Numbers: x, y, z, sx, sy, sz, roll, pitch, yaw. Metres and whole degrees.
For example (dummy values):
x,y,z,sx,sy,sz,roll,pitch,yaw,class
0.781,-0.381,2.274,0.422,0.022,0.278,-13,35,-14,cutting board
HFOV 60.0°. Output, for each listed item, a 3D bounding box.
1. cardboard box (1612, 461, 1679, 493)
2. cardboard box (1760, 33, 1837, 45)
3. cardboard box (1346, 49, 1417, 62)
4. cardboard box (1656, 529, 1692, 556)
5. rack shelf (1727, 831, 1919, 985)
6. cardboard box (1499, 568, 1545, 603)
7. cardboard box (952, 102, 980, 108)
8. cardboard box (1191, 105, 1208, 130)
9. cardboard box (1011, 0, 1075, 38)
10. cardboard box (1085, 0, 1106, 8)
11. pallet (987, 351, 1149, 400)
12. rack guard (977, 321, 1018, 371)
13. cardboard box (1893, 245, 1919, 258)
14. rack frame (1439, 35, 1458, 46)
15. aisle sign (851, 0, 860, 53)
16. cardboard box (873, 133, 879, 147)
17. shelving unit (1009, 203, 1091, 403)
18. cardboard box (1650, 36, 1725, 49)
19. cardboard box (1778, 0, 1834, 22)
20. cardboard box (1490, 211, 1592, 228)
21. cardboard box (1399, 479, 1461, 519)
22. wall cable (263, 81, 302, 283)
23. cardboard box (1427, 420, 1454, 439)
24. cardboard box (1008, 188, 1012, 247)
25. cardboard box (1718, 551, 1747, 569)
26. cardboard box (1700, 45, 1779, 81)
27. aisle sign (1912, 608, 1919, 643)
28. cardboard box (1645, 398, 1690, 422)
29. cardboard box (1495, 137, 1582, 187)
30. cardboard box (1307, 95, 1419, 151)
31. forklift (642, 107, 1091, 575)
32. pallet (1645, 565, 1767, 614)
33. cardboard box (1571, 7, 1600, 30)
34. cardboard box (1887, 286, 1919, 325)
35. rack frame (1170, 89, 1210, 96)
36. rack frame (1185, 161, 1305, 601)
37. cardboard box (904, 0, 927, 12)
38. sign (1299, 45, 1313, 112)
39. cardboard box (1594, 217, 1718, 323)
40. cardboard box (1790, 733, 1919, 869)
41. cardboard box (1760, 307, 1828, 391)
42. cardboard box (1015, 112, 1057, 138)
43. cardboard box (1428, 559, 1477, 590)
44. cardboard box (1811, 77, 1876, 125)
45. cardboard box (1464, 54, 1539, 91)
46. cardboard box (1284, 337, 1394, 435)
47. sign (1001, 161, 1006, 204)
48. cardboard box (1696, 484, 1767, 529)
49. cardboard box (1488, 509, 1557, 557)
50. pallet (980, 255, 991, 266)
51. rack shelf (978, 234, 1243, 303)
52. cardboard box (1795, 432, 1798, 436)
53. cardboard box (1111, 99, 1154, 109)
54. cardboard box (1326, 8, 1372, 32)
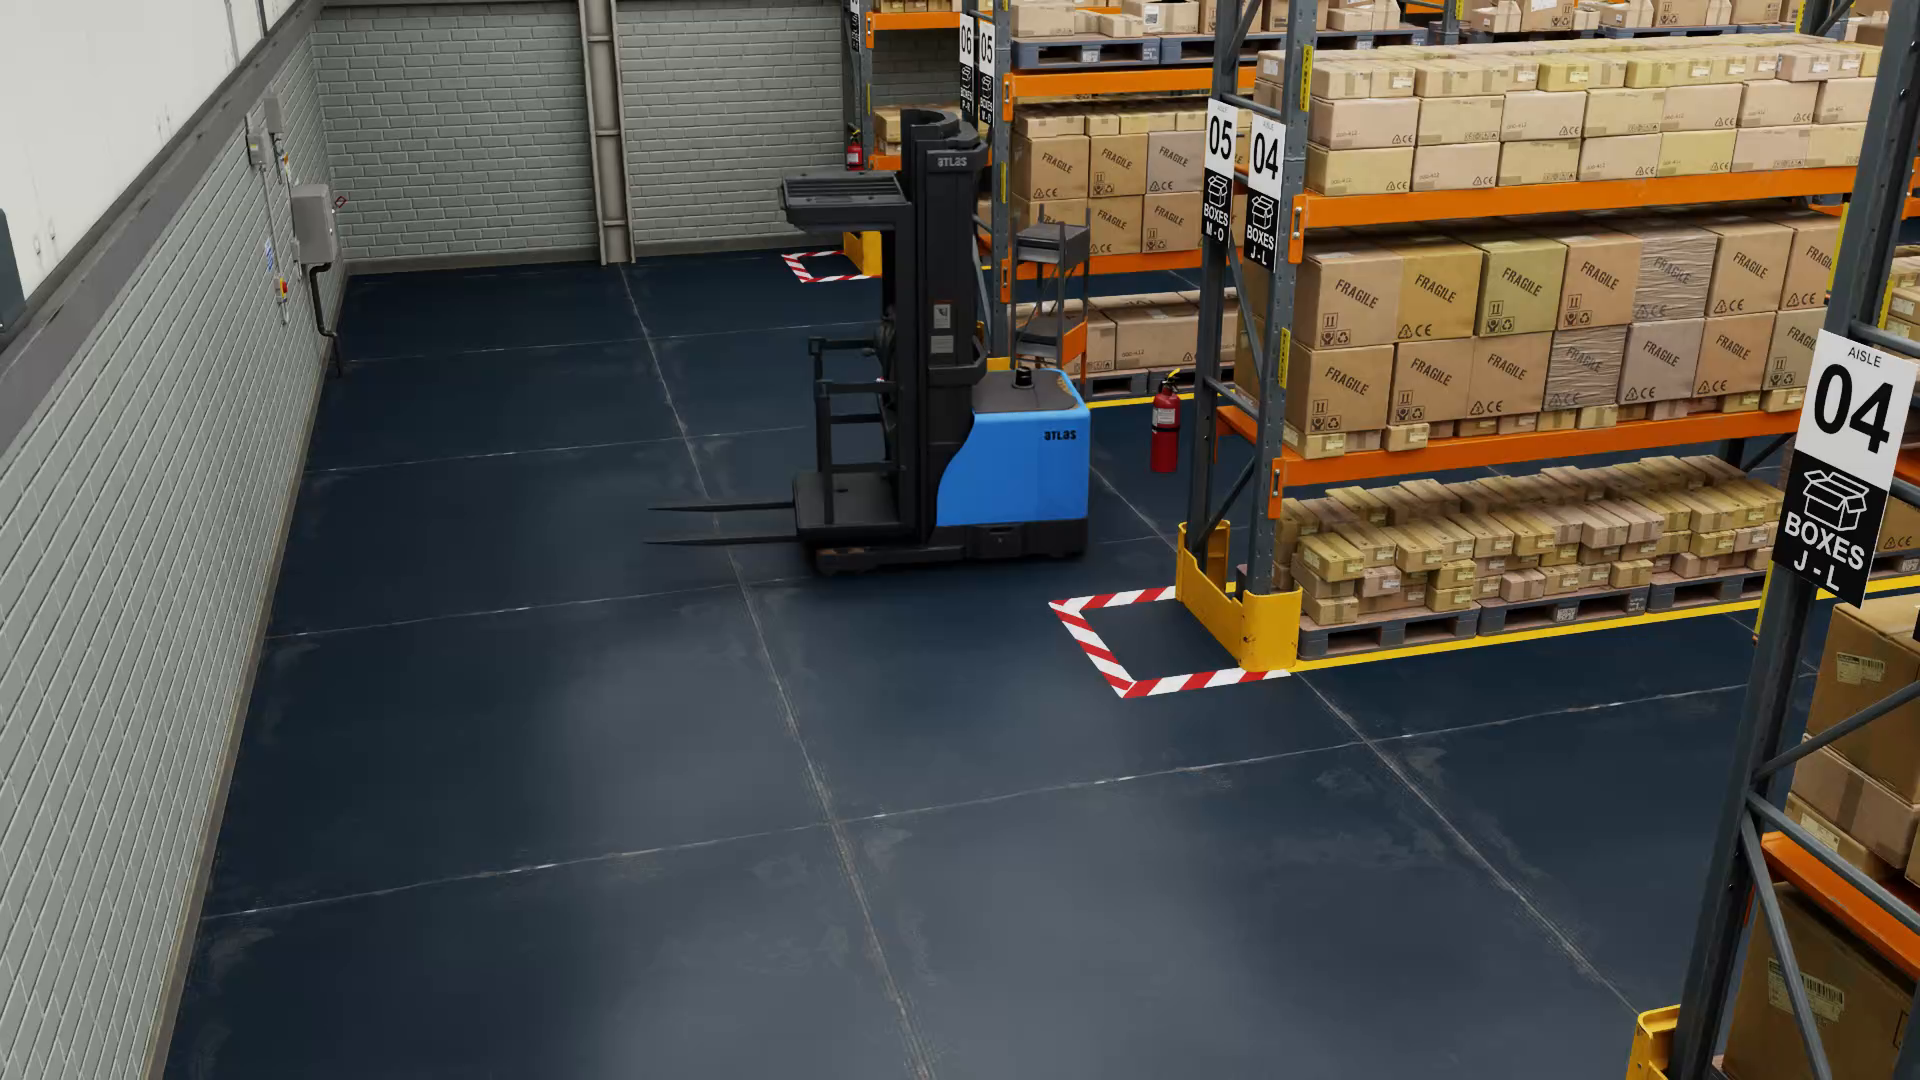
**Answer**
x,y,z,sx,sy,sz,roll,pitch,yaw,class
4.594,-0.386,11.174,0.250,0.149,0.380,-7,24,-15,cardboard box
5.147,-3.024,10.239,0.250,0.149,0.380,-7,24,-15,cardboard box
2.393,-2.700,9.485,0.250,0.149,0.380,-7,24,-16,cardboard box
4.497,-0.047,10.761,0.250,0.149,0.380,-6,24,-14,cardboard box
4.810,1.197,6.068,4.000,0.370,1.077,-6,24,-14,rack shelf
3.459,0.238,10.473,0.250,0.149,0.380,-8,24,-17,cardboard box
0.209,-4.890,19.154,0.500,0.250,0.500,-6,24,-13,cardboard box
2.128,-3.568,14.044,0.250,0.149,0.380,-7,24,-16,cardboard box
0.616,-4.313,13.725,0.500,0.250,0.500,-9,25,-19,cardboard box
1.447,-6.013,18.475,0.250,0.149,0.380,-5,24,-13,cardboard box
0.956,-1.516,15.015,1.213,0.211,1.003,-6,24,-14,pallet
0.184,-1.531,14.685,0.348,0.500,1.175,-6,24,-14,rack guard
9.896,-2.737,17.124,0.625,0.372,0.950,-6,24,-13,cardboard box
4.058,-3.109,15.191,0.127,3.000,1.000,-6,24,-14,rack frame
-1.124,-5.643,17.799,0.004,0.787,0.394,-6,24,-14,aisle sign
-0.891,-4.588,18.958,0.250,0.149,0.380,-7,24,-15,cardboard box
0.657,-1.379,12.301,0.431,2.100,0.503,11,25,23,shelving unit
4.387,-2.949,10.064,0.250,0.149,0.380,-7,24,-16,cardboard box
7.588,-5.056,15.262,0.637,0.503,0.797,-8,24,-18,cardboard box
3.510,-1.770,10.298,0.500,0.500,0.500,-7,24,-16,cardboard box
3.065,-0.257,10.873,0.250,0.149,0.380,-5,24,-12,cardboard box
-5.610,-3.077,13.829,0.122,1.984,0.588,-6,24,-14,wall cable
2.762,-0.739,9.988,0.250,0.149,0.380,-5,24,-12,cardboard box
0.600,-2.880,14.532,0.500,0.500,0.500,-6,24,-14,cardboard box
4.935,0.044,10.926,0.250,0.149,0.380,-6,24,-13,cardboard box
4.505,-2.768,9.644,0.250,0.149,0.380,-5,24,-12,cardboard box
2.896,0.007,4.633,0.004,0.787,0.394,-6,24,-14,aisle sign
4.281,-0.872,10.298,0.250,0.149,0.380,-7,24,-17,cardboard box
3.144,-2.189,9.433,0.500,0.250,0.500,-7,24,-16,cardboard box
2.144,-2.302,9.064,0.500,0.250,0.500,-6,24,-14,cardboard box
-0.671,-1.333,11.138,3.031,2.935,1.130,-3,23,-7,forklift
4.856,0.126,11.188,1.213,0.211,1.003,-6,24,-14,pallet
5.371,-4.575,14.567,0.250,0.166,0.380,-8,24,-18,cardboard box
5.996,-1.458,10.376,0.250,0.149,0.380,-5,24,-12,cardboard box
2.714,-4.993,19.582,0.127,3.000,1.000,-6,24,-14,rack frame
1.642,-0.814,9.843,0.127,3.000,1.000,-6,24,-14,rack frame
-0.522,-5.813,18.009,0.250,0.149,0.380,-6,24,-13,cardboard box
1.788,-2.388,8.599,0.005,0.325,0.100,-6,24,-14,sign
4.120,-1.623,9.957,0.500,0.500,0.500,-6,24,-13,cardboard box
3.279,0.860,5.755,0.500,0.250,0.500,-7,24,-15,cardboard box
5.104,-1.264,10.388,0.500,0.500,0.500,-6,24,-14,cardboard box
0.624,-3.419,13.696,0.250,0.149,0.380,-6,24,-13,cardboard box
2.982,0.155,10.291,0.250,0.149,0.380,-6,24,-13,cardboard box
5.117,-2.634,9.836,0.500,0.250,0.500,-7,24,-17,cardboard box
3.000,-2.599,9.250,0.250,0.149,0.380,-6,24,-13,cardboard box
2.148,-0.940,9.632,0.500,0.500,0.500,-5,24,-12,cardboard box
0.351,-2.905,13.519,0.005,0.325,0.100,-6,24,-14,sign
4.985,-0.217,10.781,0.250,0.149,0.380,-6,24,-14,cardboard box
3.500,-0.045,10.379,0.250,0.149,0.380,-6,24,-14,cardboard box
-0.297,-3.378,19.356,1.213,0.211,1.003,-6,24,-14,pallet
2.133,-2.565,14.836,4.000,0.370,1.077,-6,24,-14,rack shelf
6.142,-0.804,11.507,0.500,0.250,0.500,-7,24,-16,cardboard box
1.487,-3.708,14.370,0.250,0.149,0.380,-7,24,-15,cardboard box
3.275,-4.393,14.039,0.250,0.149,0.380,-6,24,-13,cardboard box
